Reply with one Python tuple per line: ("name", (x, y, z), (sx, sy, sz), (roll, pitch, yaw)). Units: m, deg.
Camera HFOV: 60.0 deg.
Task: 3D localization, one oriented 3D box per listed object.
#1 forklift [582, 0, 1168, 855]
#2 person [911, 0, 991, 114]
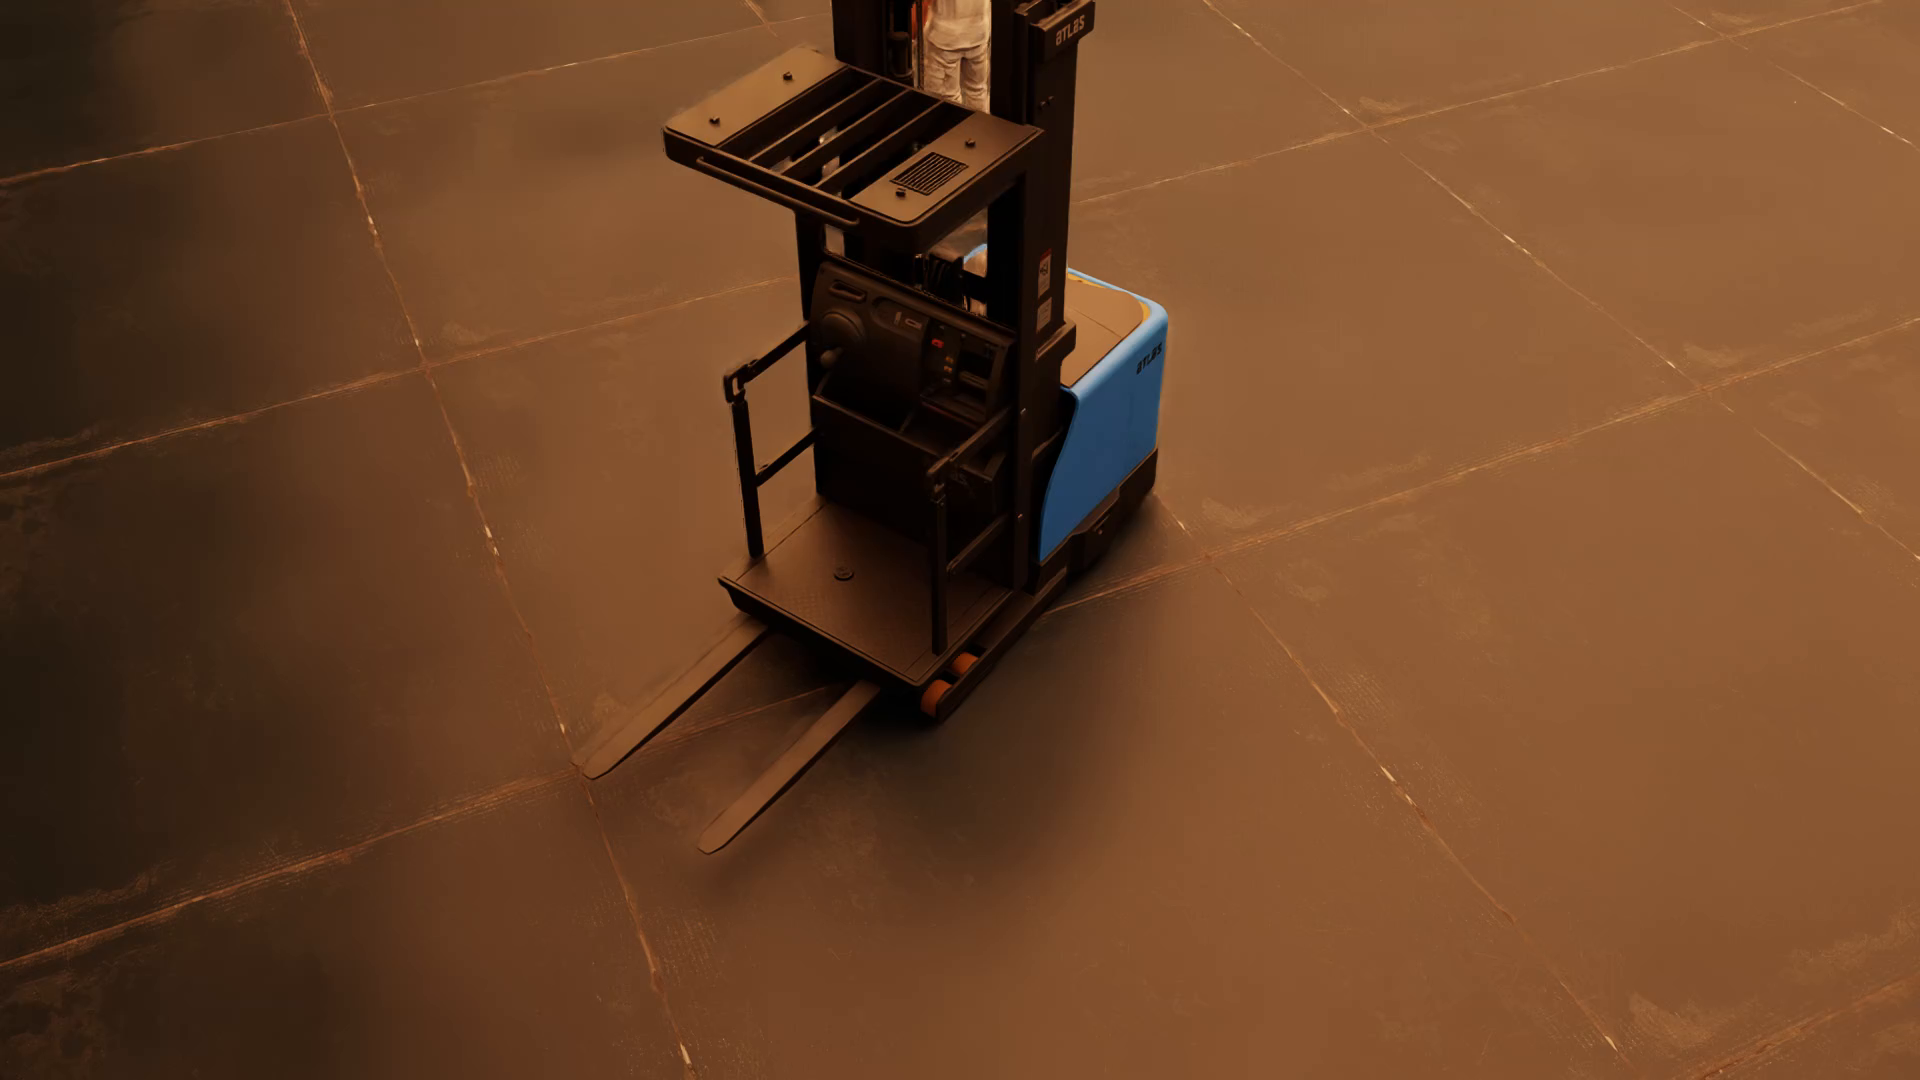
("forklift", (-0.330, -0.698, 6.428), (1.130, 2.935, 3.031), (26, 49, 25))
("person", (-0.047, -2.971, 9.691), (0.638, 1.791, 0.561), (-19, 46, -19))
